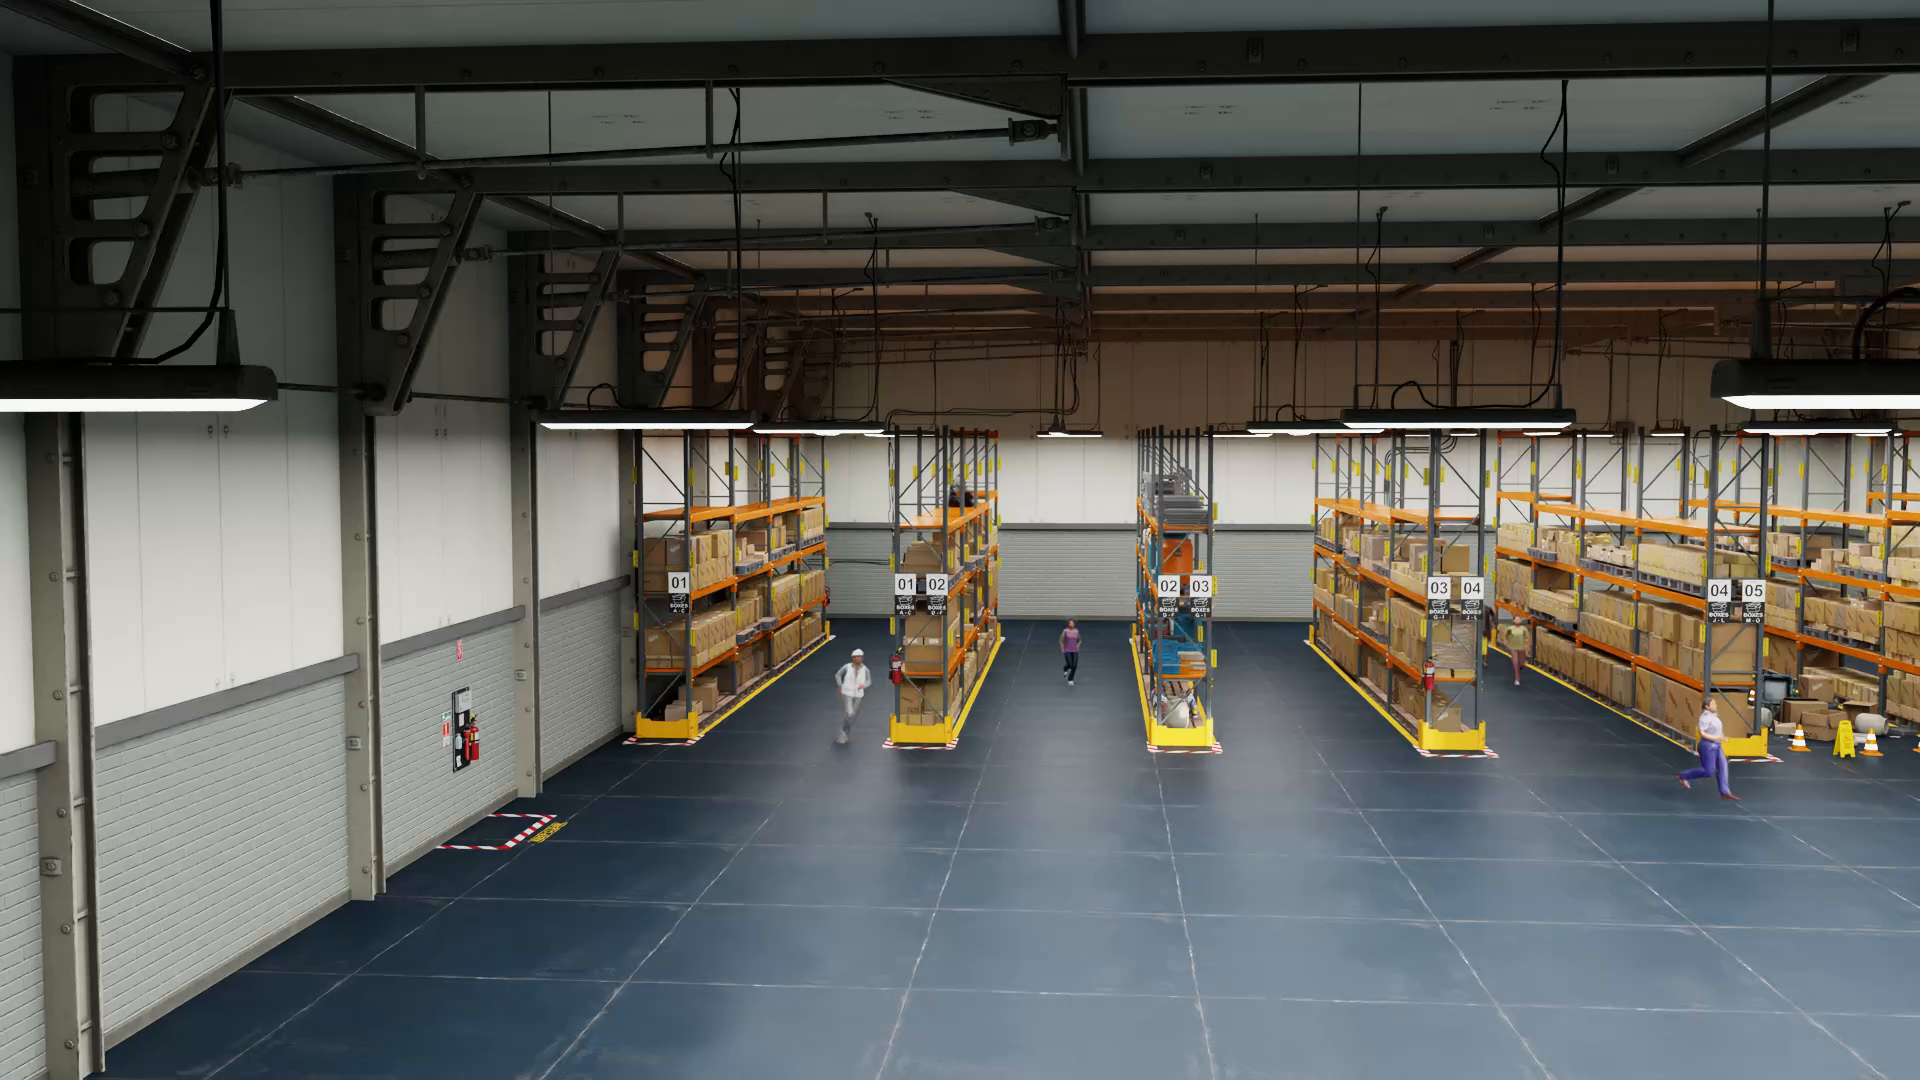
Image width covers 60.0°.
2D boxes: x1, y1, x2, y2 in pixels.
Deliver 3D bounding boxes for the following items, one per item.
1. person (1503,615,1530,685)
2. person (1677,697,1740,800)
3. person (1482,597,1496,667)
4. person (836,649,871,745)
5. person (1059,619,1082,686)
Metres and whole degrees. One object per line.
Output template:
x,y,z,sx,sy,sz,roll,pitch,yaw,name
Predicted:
13.046,2.557,38.991,0.616,1.631,0.769,0,3,8,person
11.975,3.316,26.542,0.932,1.614,0.621,3,5,41,person
13.242,2.302,42.185,0.724,1.742,1.079,0,3,7,person
-2.027,2.971,31.534,0.671,1.785,0.674,-1,4,-22,person
2.592,2.617,38.867,0.536,1.555,0.545,-1,3,-11,person
